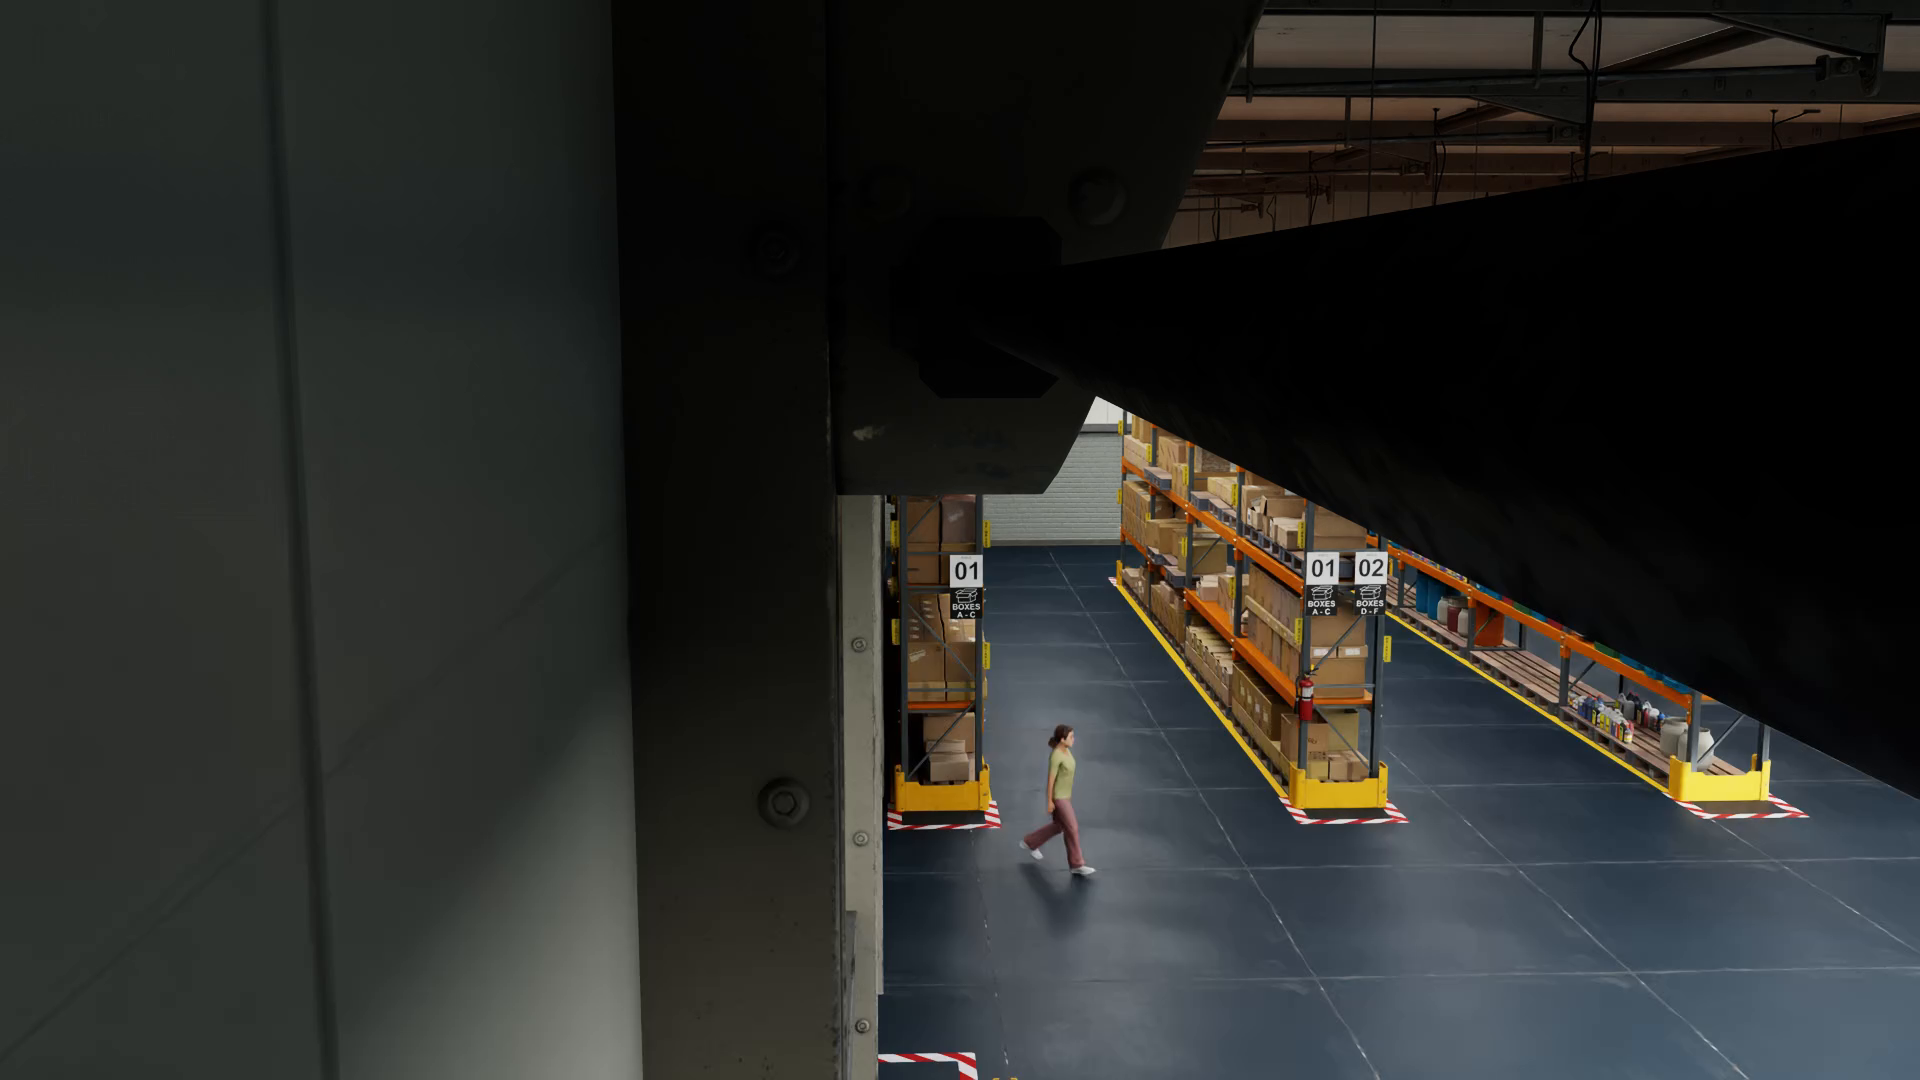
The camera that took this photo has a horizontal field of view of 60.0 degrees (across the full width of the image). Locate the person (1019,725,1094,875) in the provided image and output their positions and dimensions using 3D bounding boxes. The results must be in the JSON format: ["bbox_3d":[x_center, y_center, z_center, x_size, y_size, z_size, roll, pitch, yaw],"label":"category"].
[{"bbox_3d":[1.084,2.840,18.349,0.922,1.619,0.480,3,9,19],"label":"person"}]
